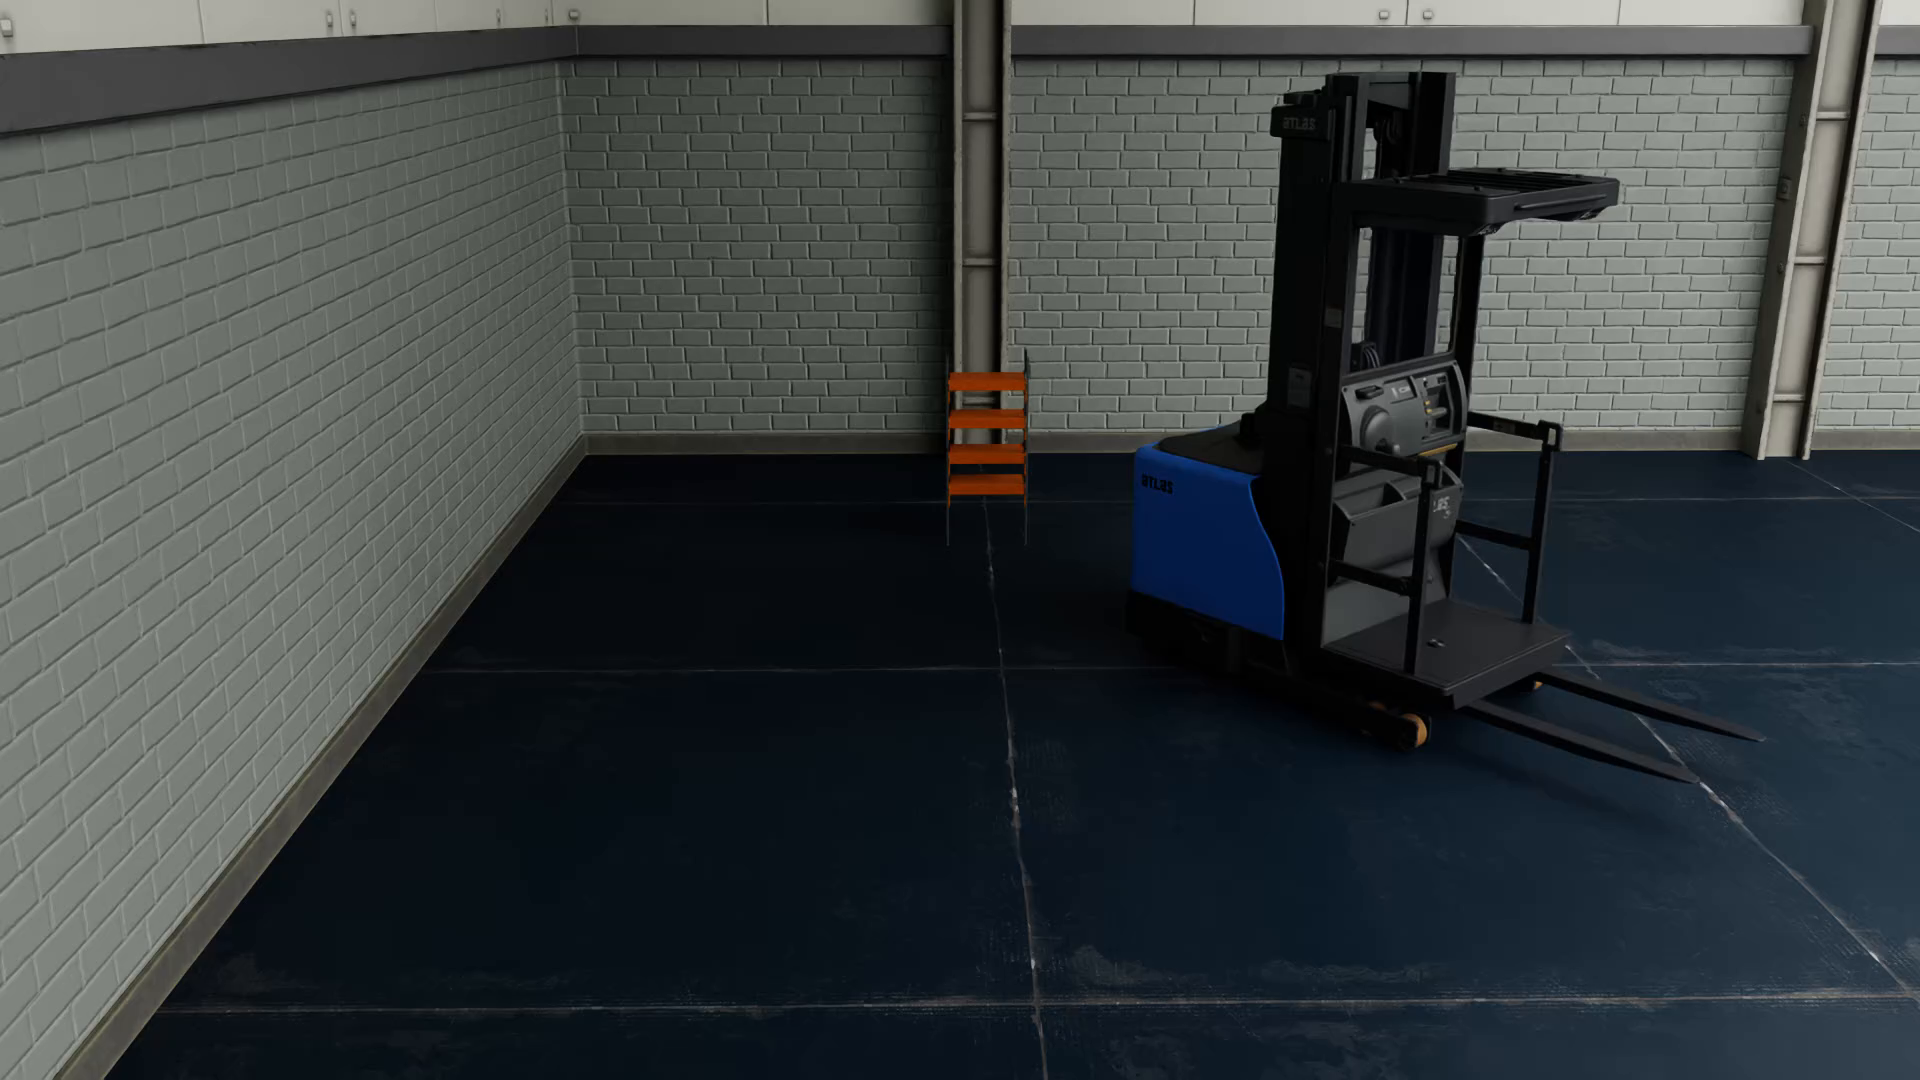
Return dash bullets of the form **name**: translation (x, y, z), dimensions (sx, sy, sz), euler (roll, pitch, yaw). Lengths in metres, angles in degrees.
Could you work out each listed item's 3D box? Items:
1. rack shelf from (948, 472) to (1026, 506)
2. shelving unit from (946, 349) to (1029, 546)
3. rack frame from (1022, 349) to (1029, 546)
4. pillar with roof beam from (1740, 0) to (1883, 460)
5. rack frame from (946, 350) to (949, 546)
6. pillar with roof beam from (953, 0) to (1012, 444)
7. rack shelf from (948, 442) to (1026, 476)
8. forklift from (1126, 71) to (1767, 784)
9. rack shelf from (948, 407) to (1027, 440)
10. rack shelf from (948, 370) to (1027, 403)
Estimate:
- **rack shelf**: translation (0.166, -0.319, 10.448), dimensions (0.480, 0.148, 0.258), euler (0, 18, -1)
- **shelving unit**: translation (0.166, -0.572, 10.367), dimensions (0.503, 1.200, 0.258), euler (0, 18, -1)
- **rack frame**: translation (0.409, -0.573, 10.370), dimensions (0.015, 1.200, 0.240), euler (0, 18, -1)
- **pillar with roof beam**: translation (6.217, -3.619, 7.097), dimensions (0.400, 9.000, 9.100), euler (0, 18, -1)
- **rack frame**: translation (-0.078, -0.571, 10.363), dimensions (0.015, 1.200, 0.240), euler (0, 18, -1)
- **pillar with roof beam**: translation (0.218, -3.590, 7.007), dimensions (0.400, 9.000, 9.100), euler (0, 18, -1)
- **rack shelf**: translation (0.166, -0.508, 10.387), dimensions (0.480, 0.148, 0.258), euler (0, 18, -1)
- **forklift**: translation (2.230, -0.613, 7.660), dimensions (1.130, 2.935, 3.031), euler (-15, 23, -39)
- **rack shelf**: translation (0.166, -0.721, 10.319), dimensions (0.480, 0.148, 0.258), euler (0, 18, -1)
- **rack shelf**: translation (0.166, -0.946, 10.247), dimensions (0.480, 0.148, 0.258), euler (0, 18, -1)
